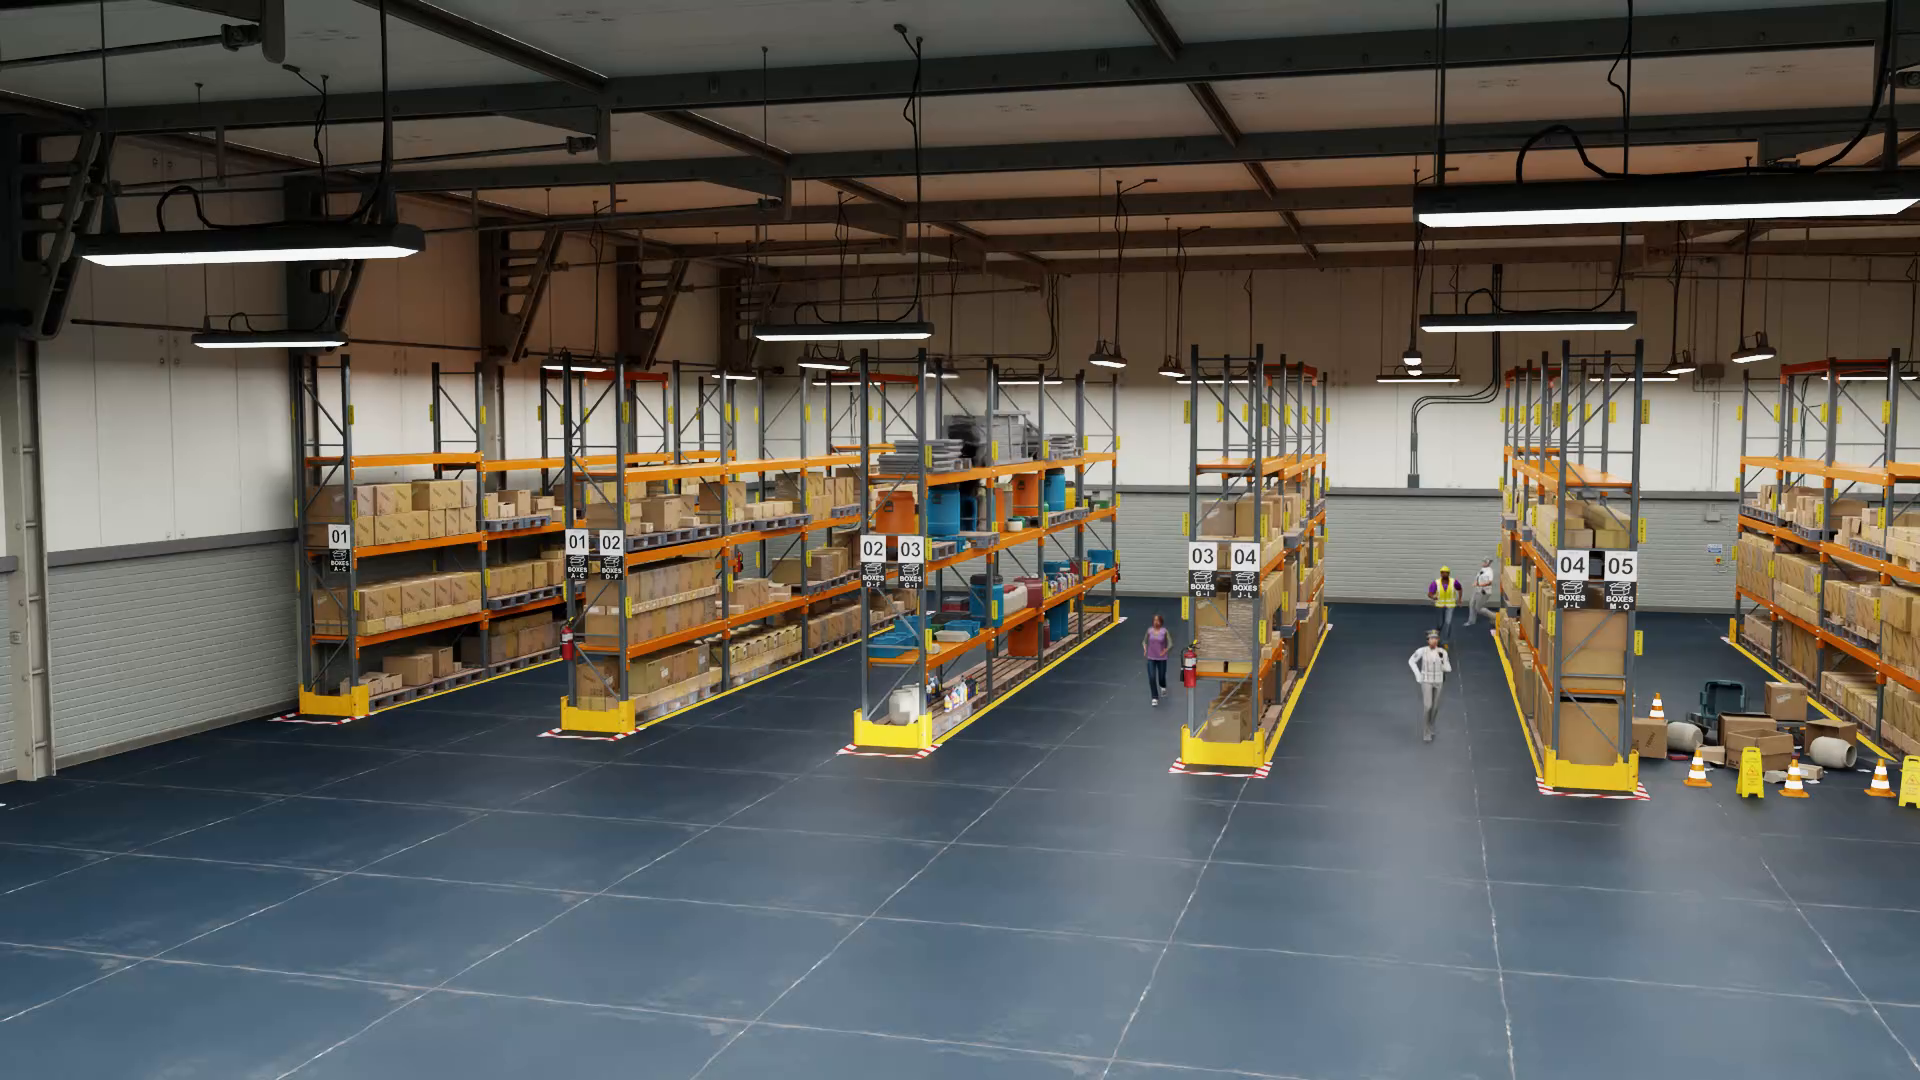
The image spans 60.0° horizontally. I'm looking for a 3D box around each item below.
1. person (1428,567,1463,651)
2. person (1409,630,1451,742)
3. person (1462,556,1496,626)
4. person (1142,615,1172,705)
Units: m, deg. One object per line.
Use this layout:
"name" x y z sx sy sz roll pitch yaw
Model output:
"person" 10.416 1.445 35.708 0.709 1.771 0.973 1 4 17
"person" 7.271 2.241 25.631 0.592 1.735 0.664 0 4 0
"person" 12.281 1.207 39.148 0.758 1.711 0.796 1 4 8
"person" 3.413 2.063 28.852 0.539 1.551 0.622 1 4 15
